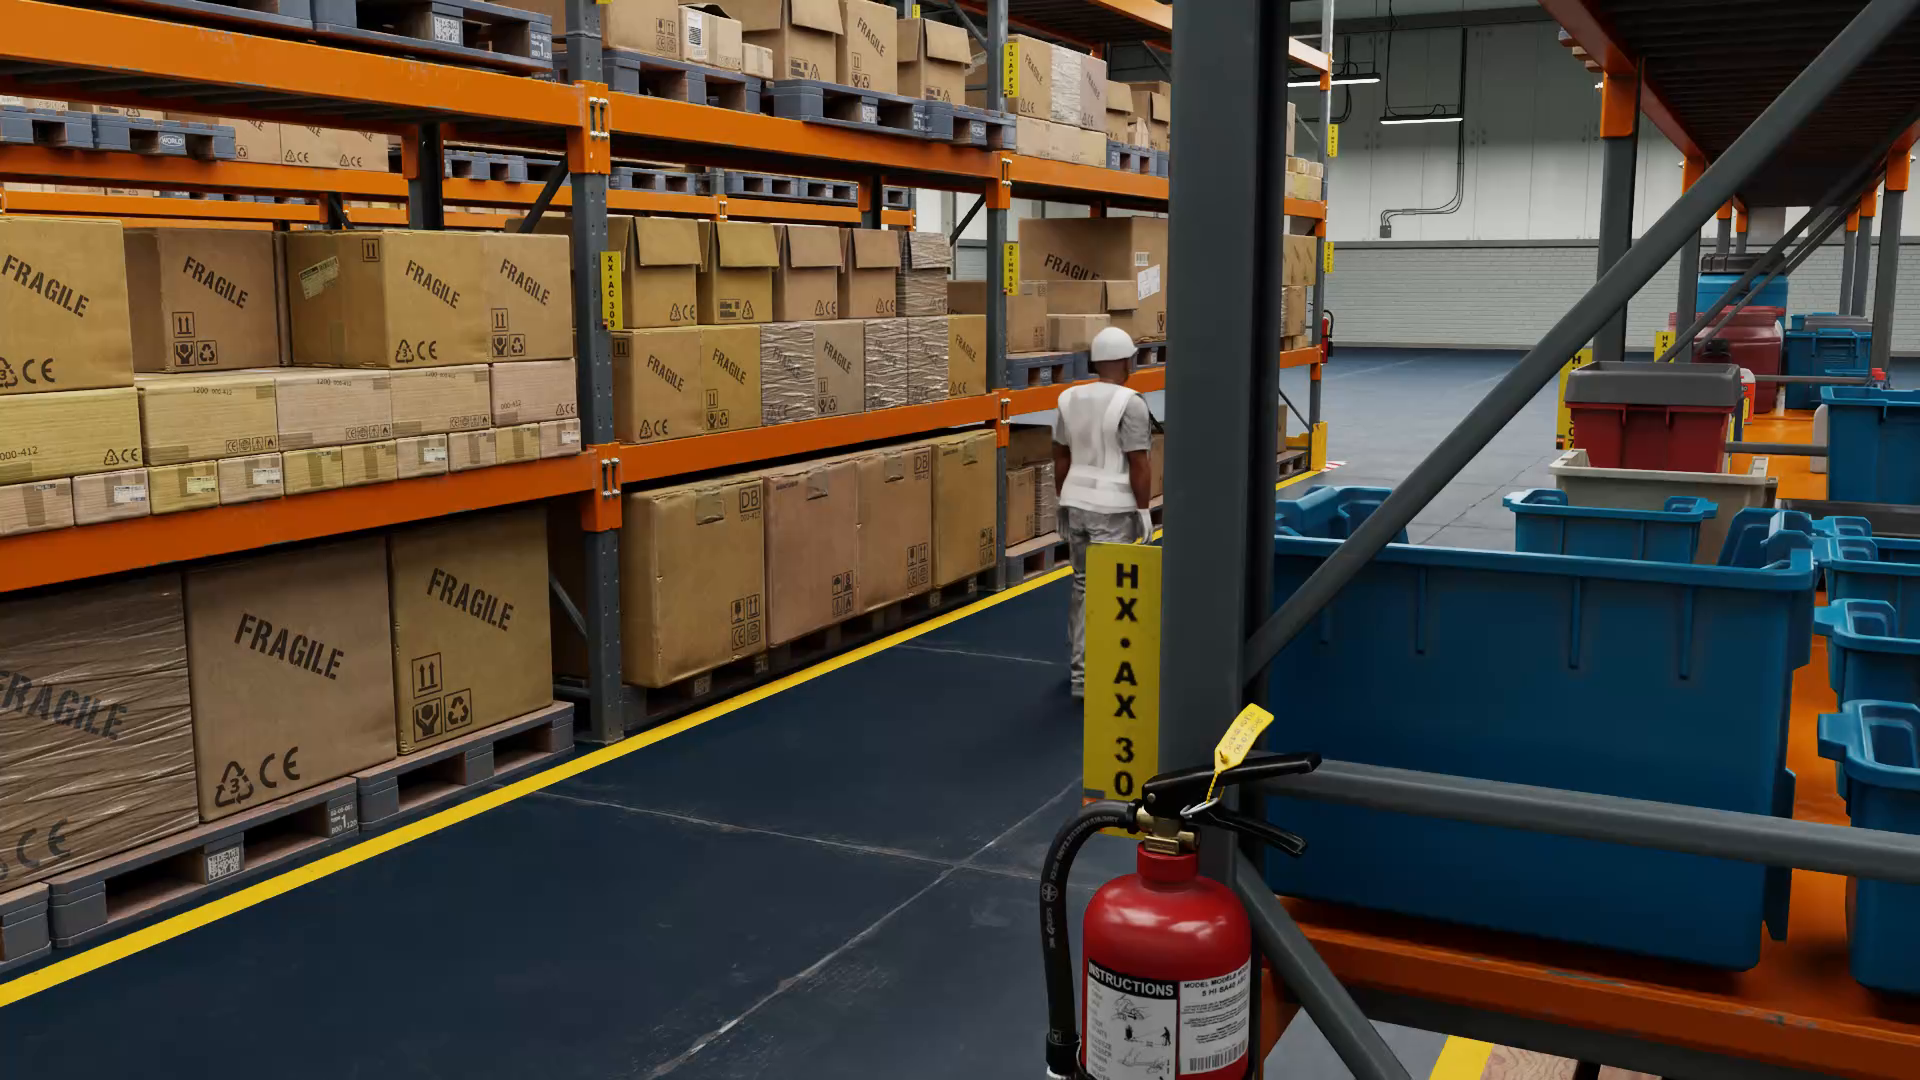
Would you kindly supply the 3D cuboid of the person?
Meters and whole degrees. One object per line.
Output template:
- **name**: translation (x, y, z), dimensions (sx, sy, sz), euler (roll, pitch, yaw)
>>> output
- **person**: translation (0.704, -0.159, 8.179), dimensions (0.673, 1.767, 0.703), euler (-7, 11, -38)
